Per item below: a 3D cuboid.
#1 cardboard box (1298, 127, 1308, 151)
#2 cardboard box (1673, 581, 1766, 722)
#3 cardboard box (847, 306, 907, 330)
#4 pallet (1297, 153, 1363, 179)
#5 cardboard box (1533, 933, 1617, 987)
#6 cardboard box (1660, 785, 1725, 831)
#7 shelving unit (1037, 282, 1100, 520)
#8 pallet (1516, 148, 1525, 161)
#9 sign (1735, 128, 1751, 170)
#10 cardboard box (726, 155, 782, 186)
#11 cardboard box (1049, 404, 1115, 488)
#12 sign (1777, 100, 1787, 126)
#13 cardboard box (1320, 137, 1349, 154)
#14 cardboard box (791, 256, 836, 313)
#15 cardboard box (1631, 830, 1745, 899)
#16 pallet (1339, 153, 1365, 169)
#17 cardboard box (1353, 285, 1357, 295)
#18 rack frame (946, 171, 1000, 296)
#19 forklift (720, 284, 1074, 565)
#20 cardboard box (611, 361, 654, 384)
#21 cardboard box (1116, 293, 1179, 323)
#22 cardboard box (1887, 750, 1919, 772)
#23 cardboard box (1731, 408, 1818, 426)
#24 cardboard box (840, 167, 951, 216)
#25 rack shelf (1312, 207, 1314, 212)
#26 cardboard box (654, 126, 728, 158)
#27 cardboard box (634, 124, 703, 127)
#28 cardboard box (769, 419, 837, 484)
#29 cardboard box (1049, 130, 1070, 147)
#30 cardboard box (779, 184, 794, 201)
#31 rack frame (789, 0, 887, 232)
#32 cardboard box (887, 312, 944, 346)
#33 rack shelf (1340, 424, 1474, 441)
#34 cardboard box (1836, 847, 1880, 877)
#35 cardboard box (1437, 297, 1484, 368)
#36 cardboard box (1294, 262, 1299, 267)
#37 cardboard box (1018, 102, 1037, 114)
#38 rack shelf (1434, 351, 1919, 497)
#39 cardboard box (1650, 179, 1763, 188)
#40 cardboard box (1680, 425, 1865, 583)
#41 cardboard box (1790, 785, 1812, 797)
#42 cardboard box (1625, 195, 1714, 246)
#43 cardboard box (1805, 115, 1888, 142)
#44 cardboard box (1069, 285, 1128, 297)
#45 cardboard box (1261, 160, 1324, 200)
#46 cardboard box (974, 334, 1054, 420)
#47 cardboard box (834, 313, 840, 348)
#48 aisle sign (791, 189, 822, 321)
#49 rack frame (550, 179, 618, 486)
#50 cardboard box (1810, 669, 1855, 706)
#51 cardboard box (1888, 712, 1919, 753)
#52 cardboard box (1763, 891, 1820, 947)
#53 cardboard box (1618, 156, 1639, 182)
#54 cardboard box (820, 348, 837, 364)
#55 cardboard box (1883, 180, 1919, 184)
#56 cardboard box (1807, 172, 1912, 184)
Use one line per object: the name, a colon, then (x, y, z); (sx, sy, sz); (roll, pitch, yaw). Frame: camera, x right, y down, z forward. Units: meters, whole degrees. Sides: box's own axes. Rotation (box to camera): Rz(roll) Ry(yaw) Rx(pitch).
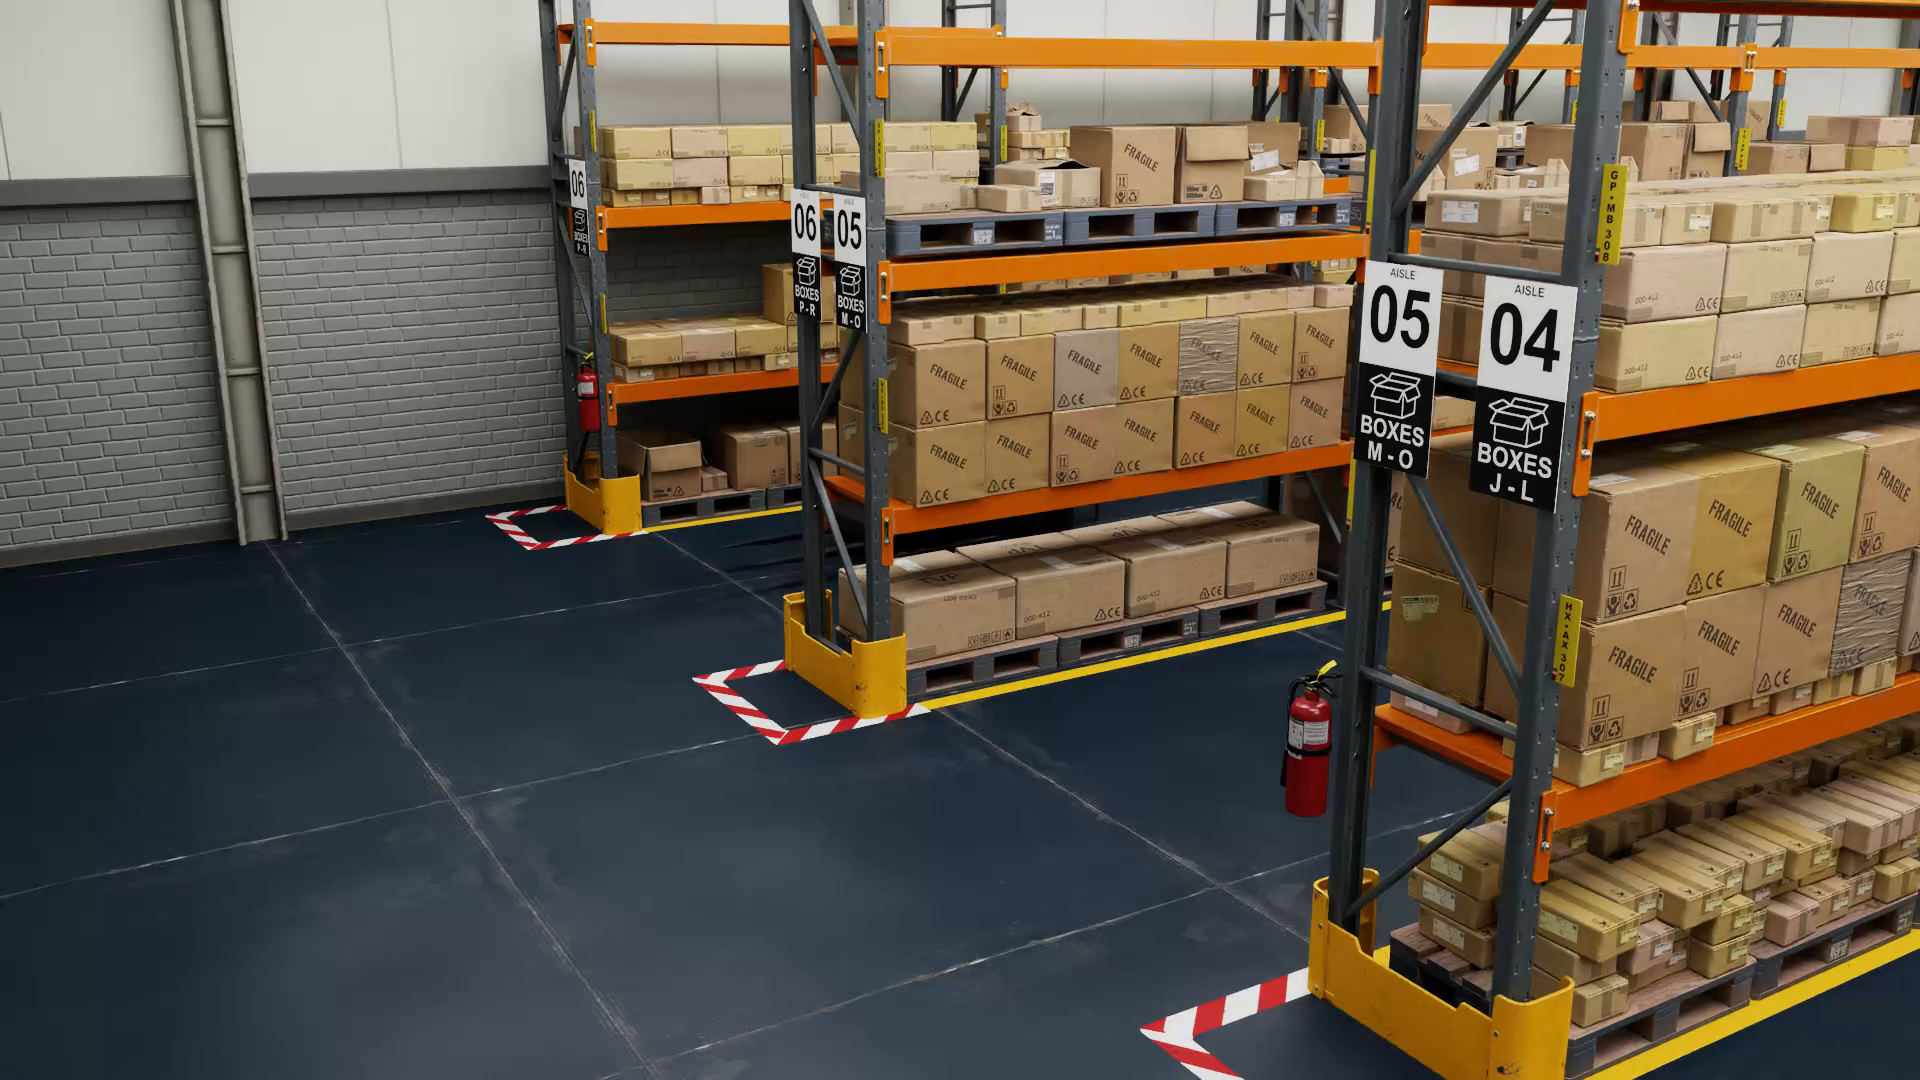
cardboard box: (4.044, -4.521, 18.737); (0.500, 0.250, 0.500); (-9, 18, -30)
cardboard box: (2.866, 0.383, 6.751); (0.500, 0.500, 0.500); (-9, 18, -30)
cardboard box: (-0.539, -1.416, 10.666); (0.250, 0.149, 0.380); (-9, 18, -29)
pallet: (4.091, -4.207, 18.652); (1.003, 0.211, 1.213); (-8, 18, -27)
cardboard box: (2.474, 1.667, 6.859); (0.250, 0.149, 0.380); (-8, 18, -27)
cardboard box: (3.357, 1.235, 7.848); (0.250, 0.149, 0.380); (-10, 18, -32)
shelving unit: (0.964, -1.209, 14.803); (0.503, 2.100, 0.431); (-9, 18, -34)
pallet: (7.701, -4.821, 20.656); (1.213, 0.211, 1.003); (-9, 18, -30)
sign: (6.393, -3.192, 13.579); (0.005, 0.325, 0.100); (-9, 18, -30)
cardboard box: (-1.911, -3.284, 14.736); (0.500, 0.250, 0.500); (-10, 18, -31)
cardboard box: (0.681, -0.670, 11.058); (0.500, 0.500, 0.500); (-9, 18, -30)
sign: (10.680, -5.555, 21.620); (0.005, 0.325, 0.100); (-9, 18, -30)
cardboard box: (4.010, -4.299, 18.100); (0.250, 0.166, 0.380); (-9, 18, -30)
cardboard box: (-1.287, -2.469, 15.997); (0.500, 0.500, 0.500); (-10, 18, -31)
cardboard box: (3.143, 1.418, 7.197); (0.250, 0.149, 0.380); (-10, 19, -32)
pallet: (5.048, -4.363, 19.209); (1.213, 0.211, 1.003); (-8, 18, -27)
cardboard box: (2.939, -1.684, 12.823); (0.500, 0.500, 0.500); (-9, 18, -28)
rack frame: (0.126, -2.182, 16.637); (0.127, 3.000, 1.000); (-9, 18, -30)
forklift: (-0.511, -1.315, 13.669); (3.031, 2.935, 1.130); (-11, 19, -34)
cardboard box: (-2.880, -1.488, 14.624); (0.250, 0.149, 0.380); (-9, 18, -30)
cardboard box: (1.254, -1.559, 11.175); (0.250, 0.149, 0.380); (-9, 18, -30)
cardboard box: (4.742, 1.172, 8.075); (0.250, 0.149, 0.380); (-9, 18, -30)
cardboard box: (3.484, -0.360, 7.548); (0.500, 0.500, 0.500); (-10, 18, -32)
cardboard box: (-0.404, -2.184, 10.402); (0.500, 0.250, 0.500); (-11, 19, -35)
rack shelf: (1.840, -3.558, 17.321); (4.000, 0.370, 1.077); (-9, 18, -30)
cardboard box: (-2.347, -3.452, 14.411); (0.500, 0.250, 0.500); (-9, 18, -30)
cardboard box: (-2.619, -3.581, 14.870); (0.500, 0.250, 0.500); (-10, 18, -31)
cardboard box: (-1.472, -0.848, 15.731); (0.500, 0.500, 0.500); (-9, 18, -29)
cardboard box: (1.039, -3.918, 16.224); (0.250, 0.149, 0.380); (-10, 18, -31)
cardboard box: (-1.546, -3.131, 14.929); (0.250, 0.149, 0.380); (-9, 18, -30)
rack frame: (-0.743, -3.367, 9.749); (0.127, 3.000, 1.000); (-9, 18, -30)
cardboard box: (-0.296, -1.306, 10.270); (0.250, 0.149, 0.380); (-9, 18, -29)
rack shelf: (4.400, -0.966, 13.631); (4.000, 0.370, 1.077); (-9, 18, -30)
cardboard box: (4.055, 1.408, 7.782); (0.250, 0.149, 0.380); (-10, 19, -32)
cardboard box: (2.146, -0.844, 6.583); (0.500, 0.250, 0.500); (-10, 18, -31)
cardboard box: (3.729, -3.191, 18.848); (0.250, 0.149, 0.380); (-9, 18, -28)
cardboard box: (0.563, -4.202, 16.467); (0.258, 0.266, 0.396); (-9, 18, -30)
rack shelf: (3.607, -0.723, 7.207); (4.000, 0.370, 1.077); (-9, 18, -30)
cardboard box: (3.140, -1.437, 7.034); (0.250, 0.149, 0.380); (-9, 18, -29)
cardboard box: (3.301, -0.160, 6.833); (0.500, 0.500, 0.500); (-10, 18, -31)
cardboard box: (4.004, 1.268, 8.281); (0.250, 0.149, 0.380); (-8, 18, -27)
cardboard box: (2.515, -1.176, 6.102); (0.250, 0.149, 0.380); (-8, 18, -27)
cardboard box: (8.414, -3.901, 15.786); (0.500, 0.250, 0.500); (-10, 18, -31)
cardboard box: (0.966, -1.685, 11.624); (0.250, 0.149, 0.380); (-9, 18, -30)
cardboard box: (2.303, -2.501, 11.505); (0.258, 0.266, 0.396); (-9, 18, -28)
cardboard box: (0.254, -1.082, 10.675); (0.500, 0.500, 0.500); (-10, 18, -31)
cardboard box: (-1.041, -1.987, 15.667); (0.500, 0.250, 0.500); (-9, 18, -30)
aisle sign: (-0.964, -1.792, 10.428); (0.004, 0.787, 0.394); (-9, 18, -30)
rack frame: (-3.303, -1.626, 14.654); (0.127, 3.000, 1.000); (-9, 18, -30)
cardboard box: (3.650, 0.576, 7.263); (0.250, 0.149, 0.380); (-8, 18, -28)
cardboard box: (4.920, 0.981, 8.755); (0.250, 0.149, 0.380); (-8, 18, -27)
cardboard box: (3.602, 1.651, 7.466); (0.250, 0.149, 0.380); (-10, 19, -32)
cardboard box: (5.114, -2.900, 13.111); (0.258, 0.266, 0.396); (-10, 18, -31)
cardboard box: (-1.349, -1.748, 15.554); (0.250, 0.149, 0.380); (-9, 18, -30)
cardboard box: (4.099, -1.415, 6.958); (0.250, 0.149, 0.380); (-9, 18, -30)
cardboard box: (4.054, -1.579, 7.542); (0.250, 0.149, 0.380); (-10, 18, -31)
